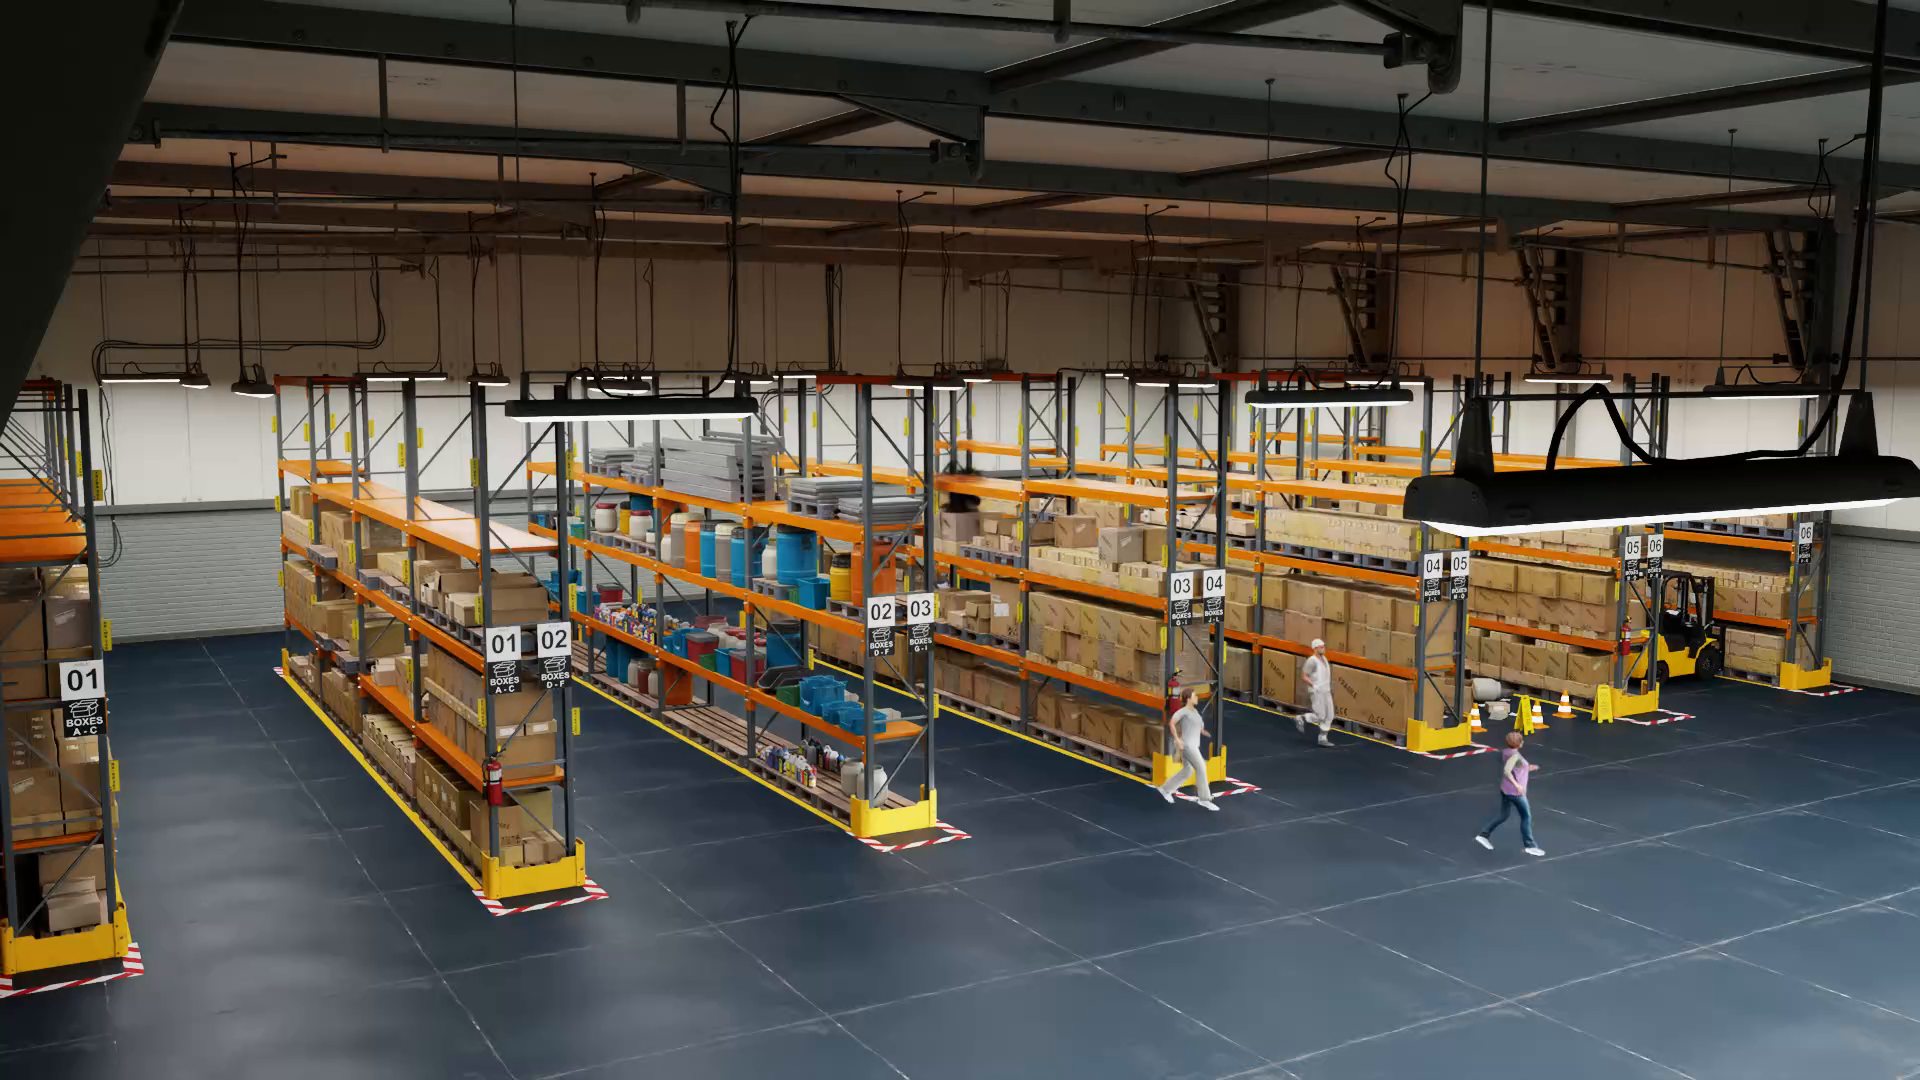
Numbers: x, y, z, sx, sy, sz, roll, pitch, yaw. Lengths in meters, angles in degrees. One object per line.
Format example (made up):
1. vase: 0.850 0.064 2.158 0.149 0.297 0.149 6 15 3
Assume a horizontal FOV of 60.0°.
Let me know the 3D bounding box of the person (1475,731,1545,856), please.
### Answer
1. person: 7.004 3.211 21.081 0.879 1.595 0.530 -1 6 -6

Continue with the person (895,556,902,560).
1. person: -1.747 1.031 40.634 0.768 1.803 0.756 3 7 22

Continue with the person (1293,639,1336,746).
1. person: 5.855 2.485 27.263 0.653 1.749 0.734 -6 9 -44

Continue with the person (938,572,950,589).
1. person: -0.246 1.539 36.277 0.589 1.688 0.847 -4 8 -34

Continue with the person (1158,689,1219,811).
1. person: 3.271 2.930 23.496 0.898 1.660 0.590 3 7 23
